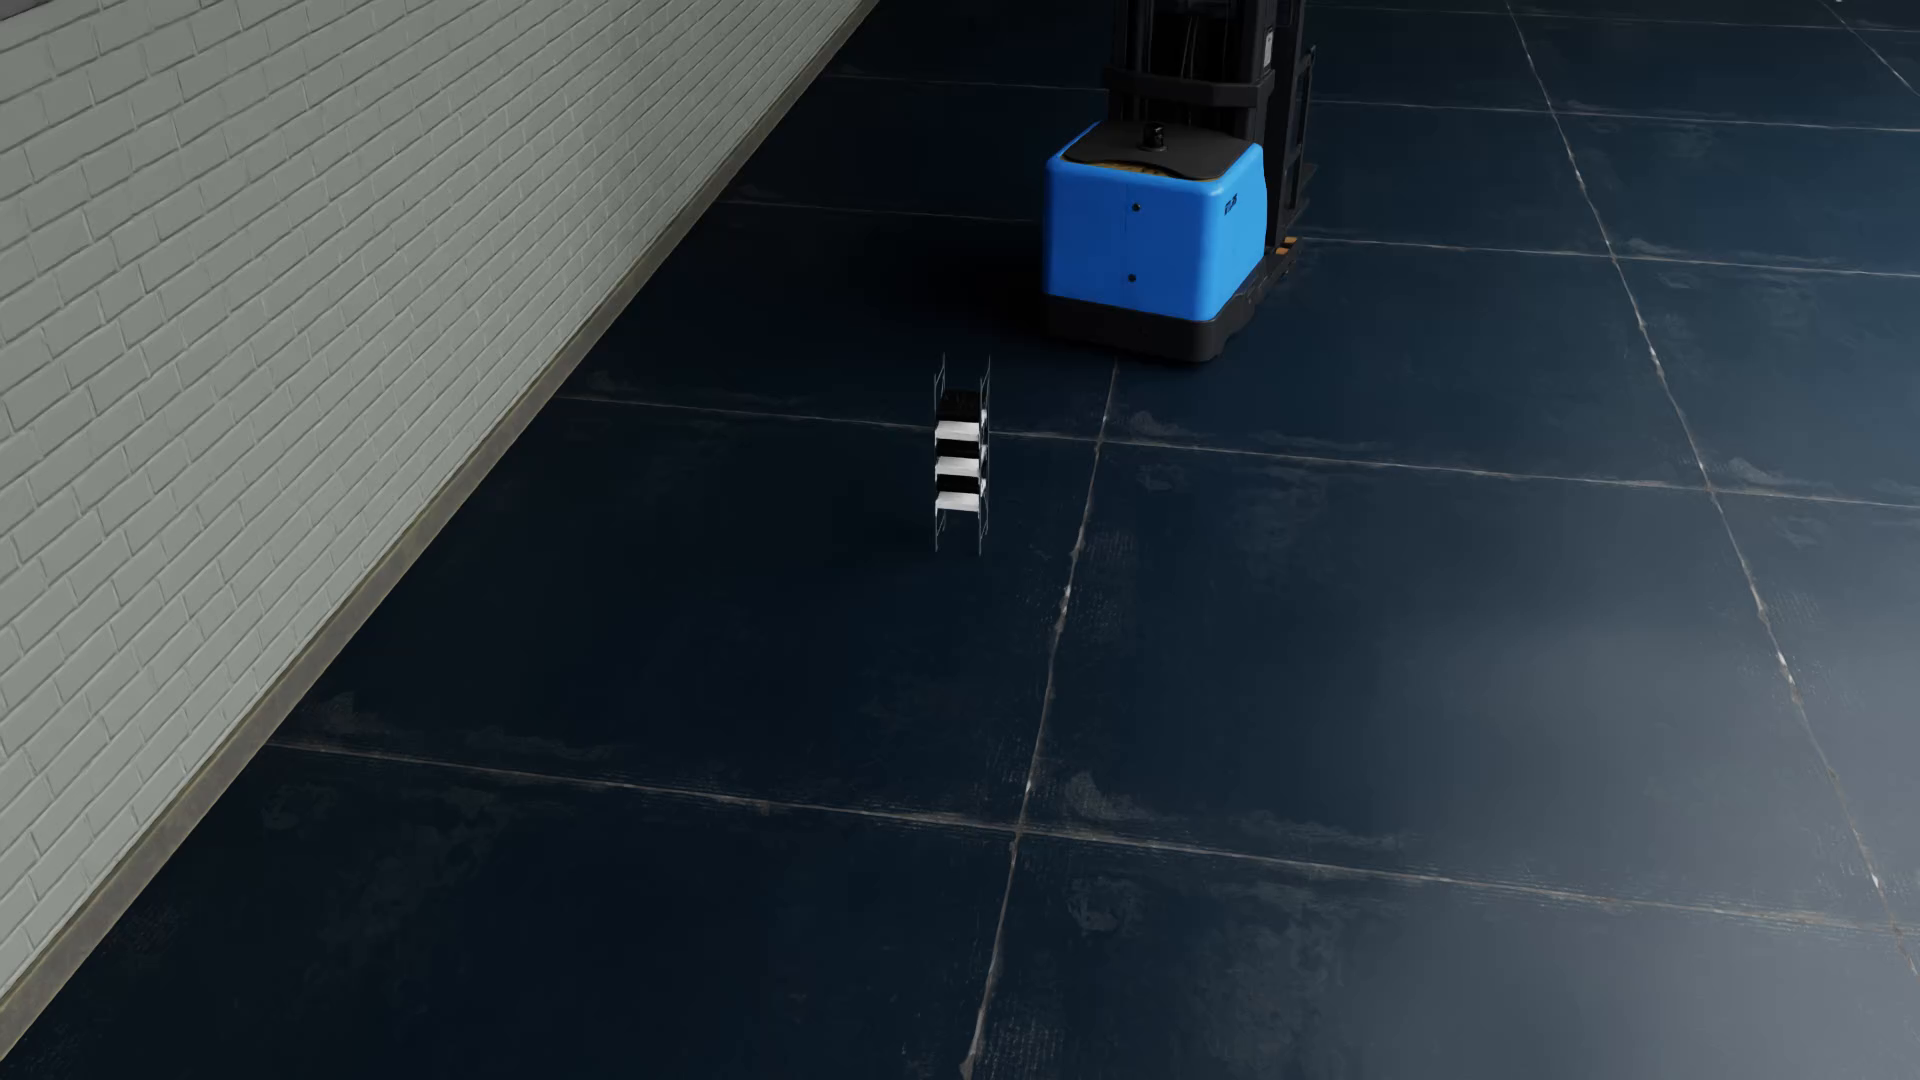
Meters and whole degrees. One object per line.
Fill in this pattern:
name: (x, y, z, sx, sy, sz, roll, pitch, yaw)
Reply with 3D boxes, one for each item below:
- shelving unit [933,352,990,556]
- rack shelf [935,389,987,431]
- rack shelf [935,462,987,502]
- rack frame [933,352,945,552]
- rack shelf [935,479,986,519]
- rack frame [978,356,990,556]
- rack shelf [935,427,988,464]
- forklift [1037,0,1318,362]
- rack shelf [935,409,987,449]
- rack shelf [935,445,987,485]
shelving unit: (0.008, -0.381, 7.510, 0.210, 0.900, 0.258, 5, 32, 8)
rack shelf: (0.008, -0.581, 7.384, 0.200, 0.077, 0.258, 5, 32, 8)
rack shelf: (0.008, -0.276, 7.576, 0.200, 0.077, 0.258, 5, 32, 8)
rack frame: (-0.092, -0.390, 7.525, 0.006, 0.900, 0.240, 5, 32, 8)
rack shelf: (0.008, -0.200, 7.623, 0.200, 0.077, 0.258, 5, 32, 8)
rack frame: (0.108, -0.372, 7.496, 0.006, 0.900, 0.240, 5, 32, 8)
rack shelf: (0.008, -0.429, 7.480, 0.200, 0.077, 0.258, 5, 32, 8)
forklift: (1.523, -2.991, 9.766, 1.130, 2.935, 3.031, 14, 35, 21)
rack shelf: (0.008, -0.505, 7.432, 0.200, 0.077, 0.258, 5, 32, 8)
rack shelf: (0.008, -0.352, 7.528, 0.200, 0.077, 0.258, 5, 32, 8)
